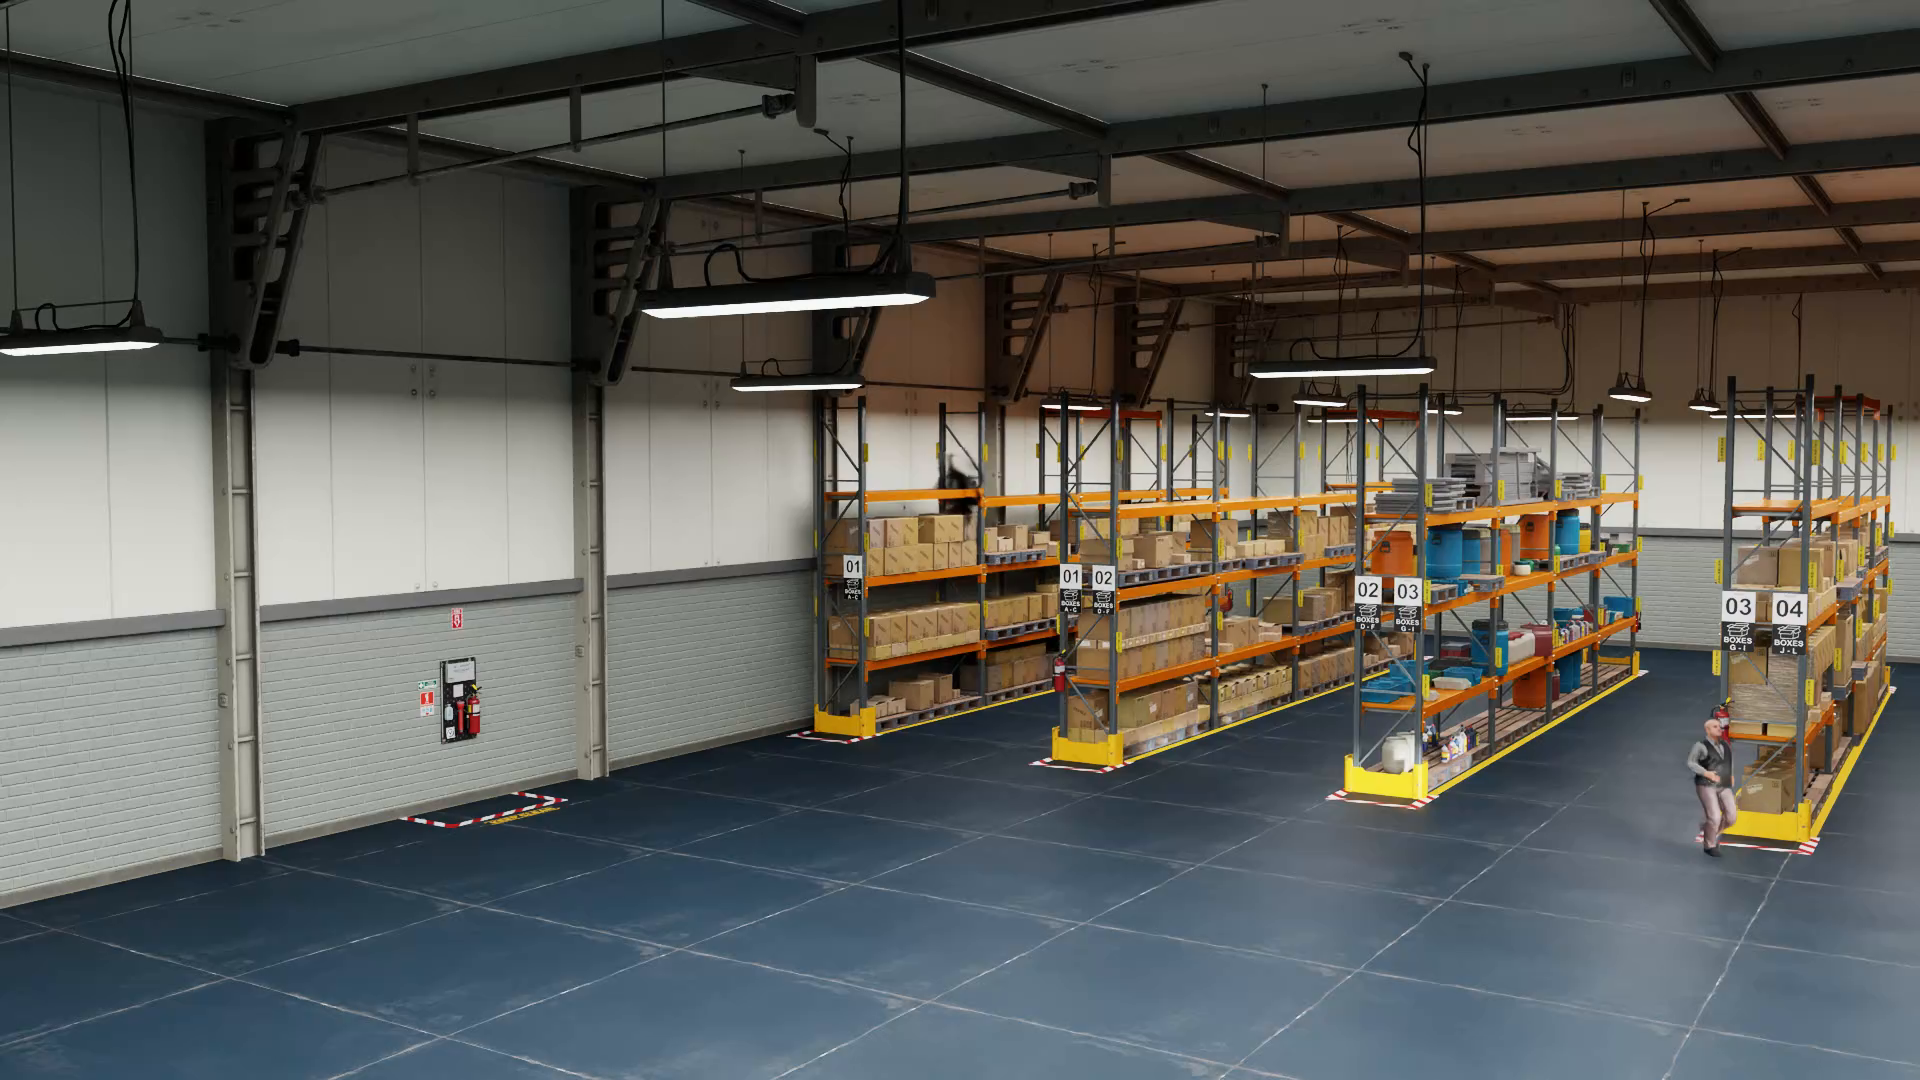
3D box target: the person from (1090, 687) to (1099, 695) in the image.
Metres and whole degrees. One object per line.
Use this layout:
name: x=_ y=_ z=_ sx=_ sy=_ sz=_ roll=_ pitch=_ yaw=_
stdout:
person: x=2.449 y=2.288 z=30.542 sx=0.593 sy=1.697 sz=0.864 roll=1 pitch=3 yaw=25

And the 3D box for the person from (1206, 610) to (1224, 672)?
person: x=5.529 y=2.297 z=35.780 sx=0.541 sy=1.725 sz=0.793 roll=2 pitch=4 yaw=35

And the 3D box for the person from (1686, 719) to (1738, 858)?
person: x=9.393 y=3.091 z=20.645 sx=0.710 sy=1.714 sz=0.535 roll=-1 pitch=3 yaw=-16
